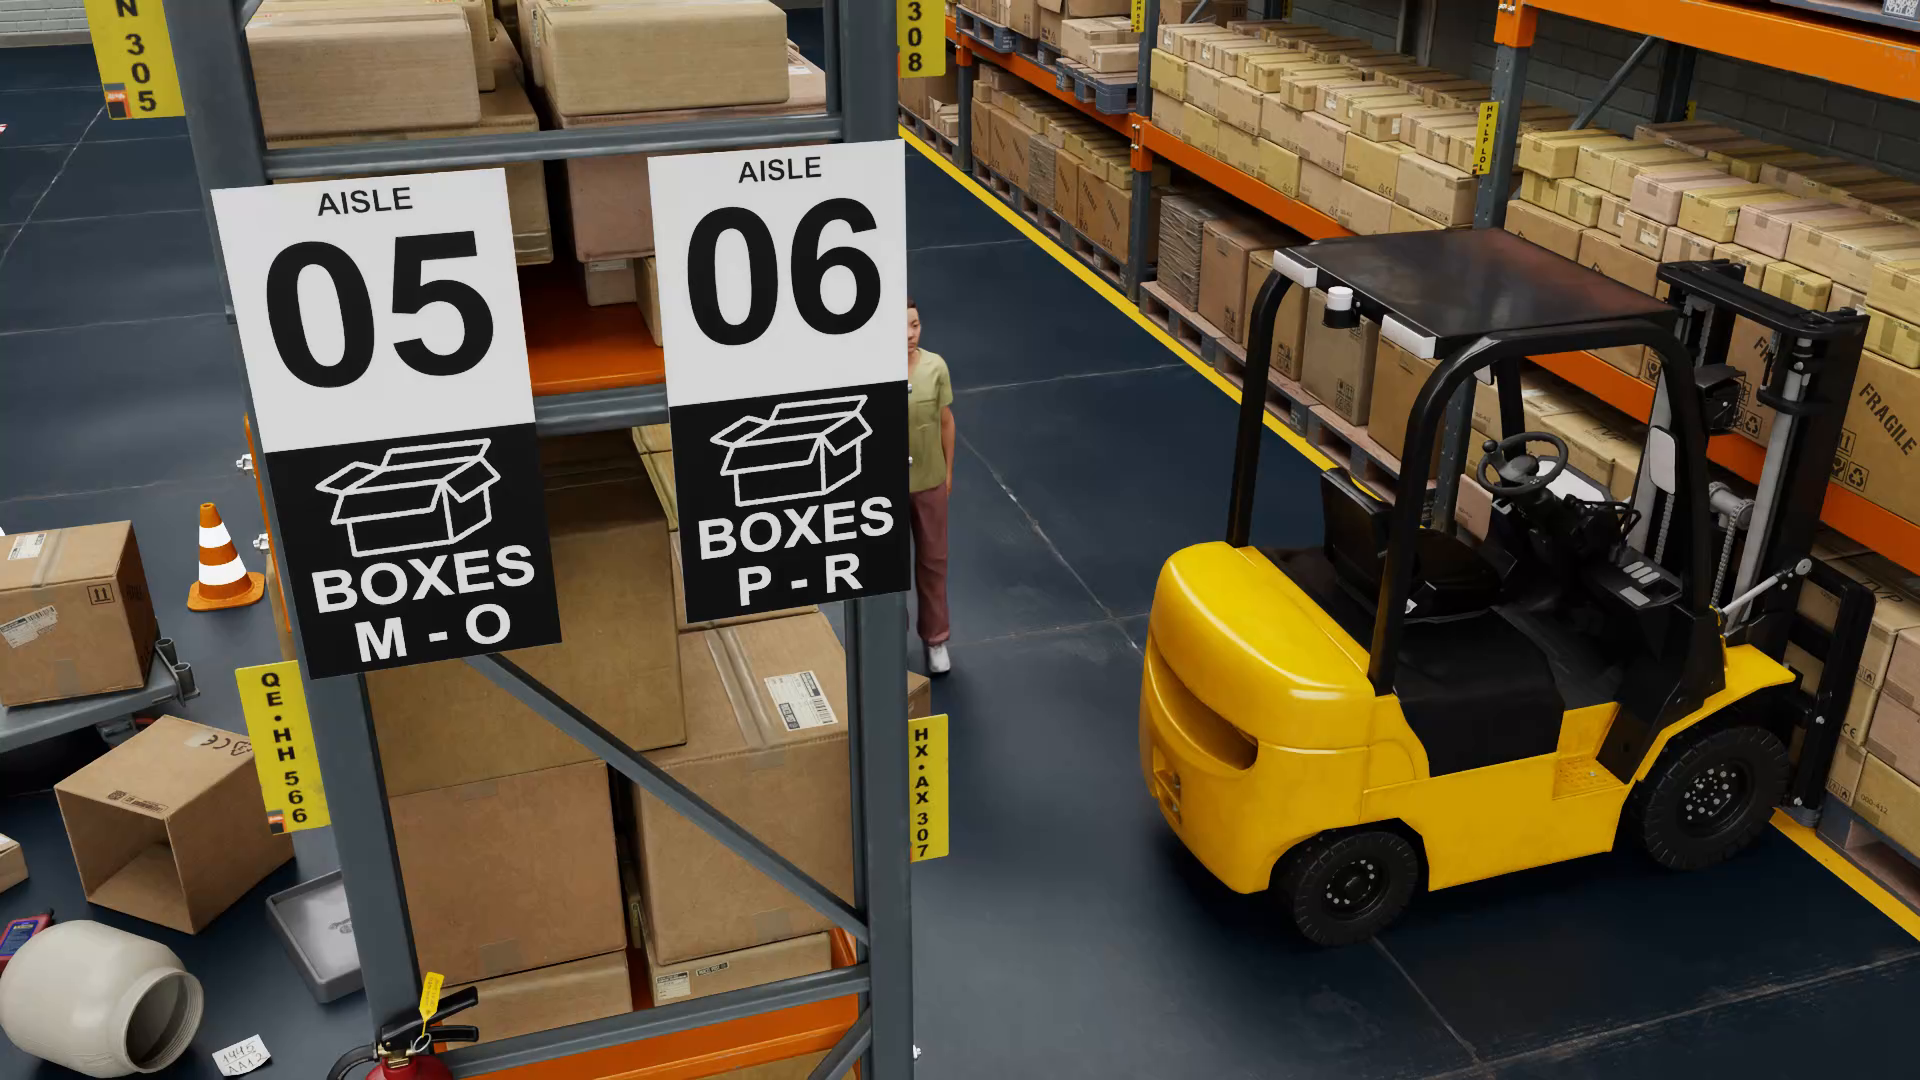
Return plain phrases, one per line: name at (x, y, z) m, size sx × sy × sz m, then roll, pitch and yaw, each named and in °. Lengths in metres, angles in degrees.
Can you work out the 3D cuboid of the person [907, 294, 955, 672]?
person at (-0.240, -0.232, 7.041) m, size 0.469 × 1.675 × 0.402 m, roll -5°, pitch 27°, yaw -9°
